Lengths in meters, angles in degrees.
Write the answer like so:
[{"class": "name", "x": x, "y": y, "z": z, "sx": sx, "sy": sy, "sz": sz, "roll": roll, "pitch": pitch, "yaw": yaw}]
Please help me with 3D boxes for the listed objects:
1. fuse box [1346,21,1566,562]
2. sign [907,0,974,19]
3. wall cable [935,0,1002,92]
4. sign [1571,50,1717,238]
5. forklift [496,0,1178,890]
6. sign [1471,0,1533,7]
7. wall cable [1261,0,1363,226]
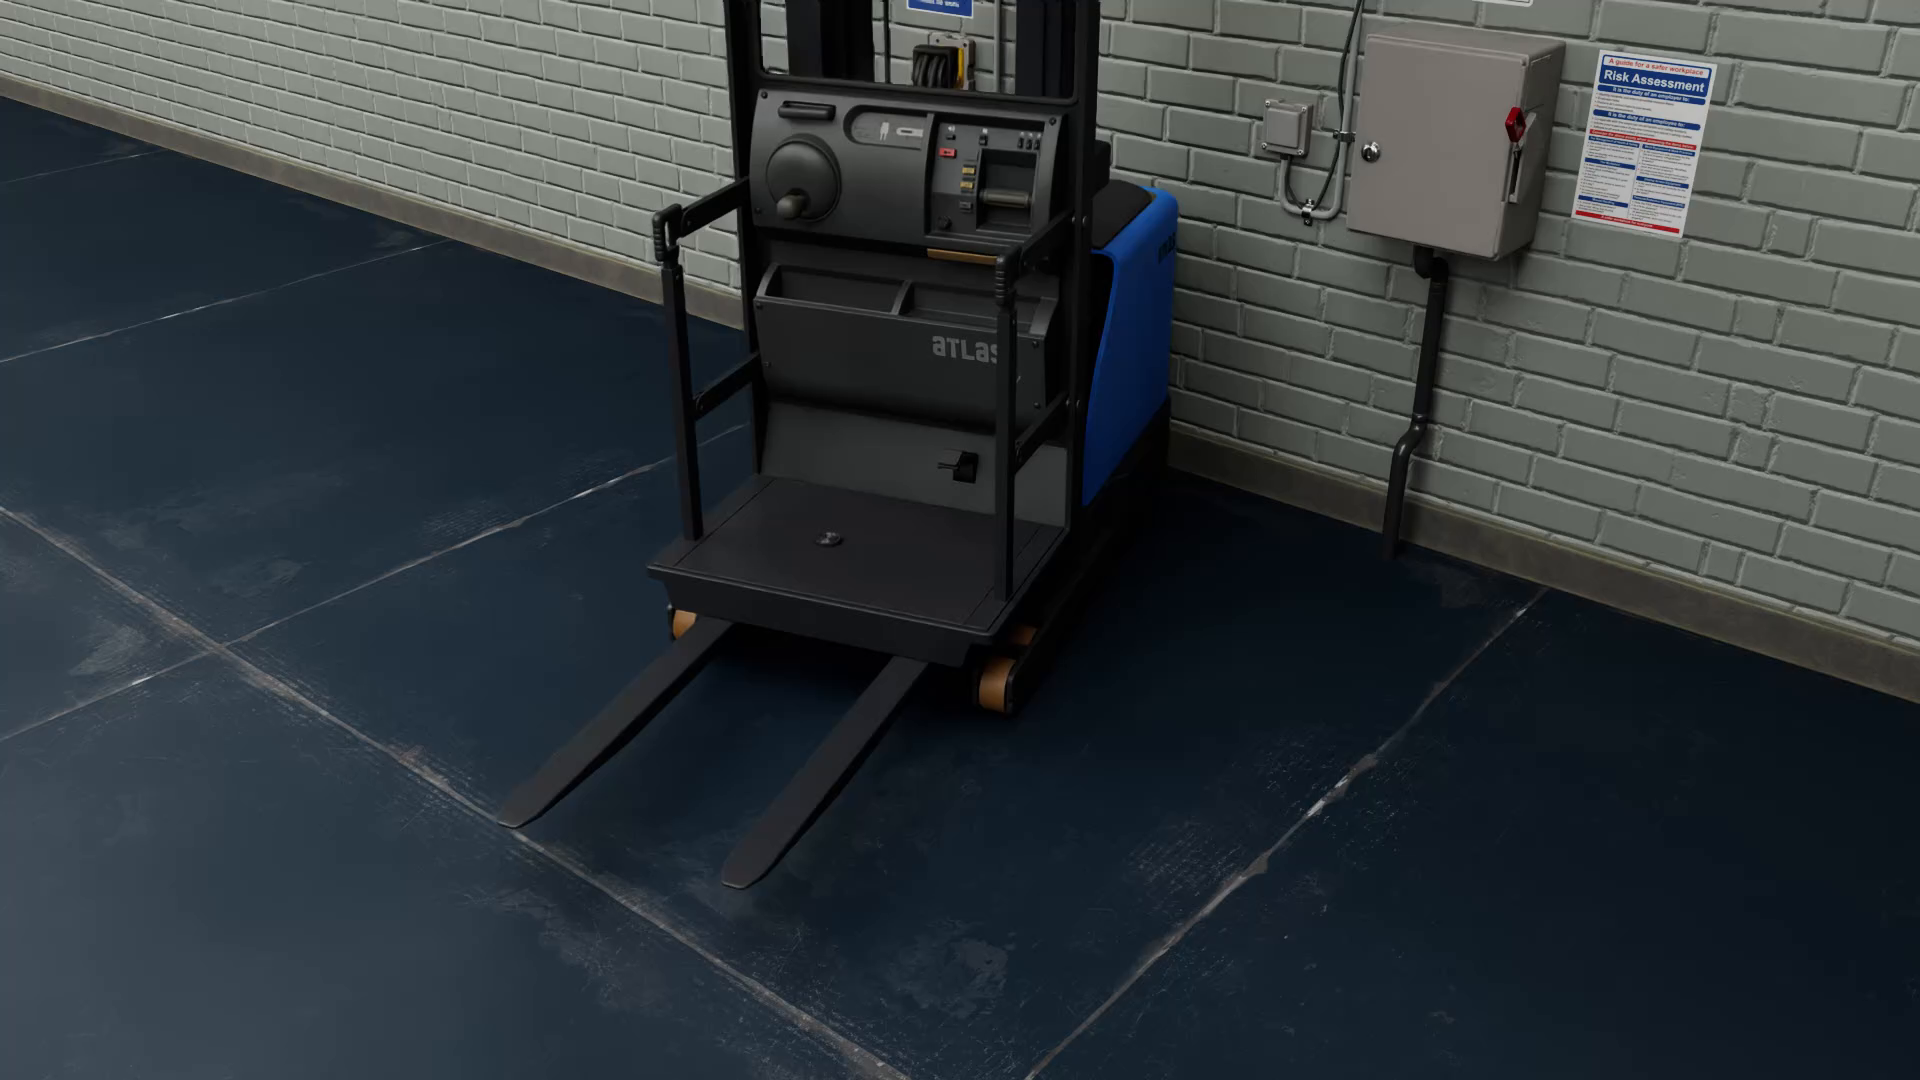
[{"class": "fuse box", "x": 1.451, "y": -0.682, "z": 5.207, "sx": 0.539, "sy": 1.711, "sz": 0.414, "roll": 21, "pitch": 34, "yaw": 34}, {"class": "sign", "x": -0.075, "y": -2.076, "z": 6.205, "sx": 0.327, "sy": 0.218, "sz": 0.001, "roll": 21, "pitch": 34, "yaw": 34}, {"class": "wall cable", "x": -0.077, "y": -2.386, "z": 5.957, "sx": 0.585, "sy": 1.953, "sz": 0.123, "roll": 21, "pitch": 34, "yaw": 34}, {"class": "sign", "x": 1.964, "y": -1.142, "z": 4.796, "sx": 0.329, "sy": 0.494, "sz": 0.001, "roll": 21, "pitch": 34, "yaw": 34}, {"class": "forklift", "x": -0.242, "y": -1.021, "z": 4.534, "sx": 1.130, "sy": 2.935, "sz": 3.031, "roll": 10, "pitch": 29, "yaw": 19}, {"class": "sign", "x": 1.540, "y": -1.711, "z": 4.894, "sx": 0.339, "sy": 0.242, "sz": 0.001, "roll": 21, "pitch": 34, "yaw": 34}, {"class": "wall cable", "x": 1.025, "y": -1.961, "z": 5.171, "sx": 0.588, "sy": 1.984, "sz": 0.122, "roll": 21, "pitch": 34, "yaw": 34}]
